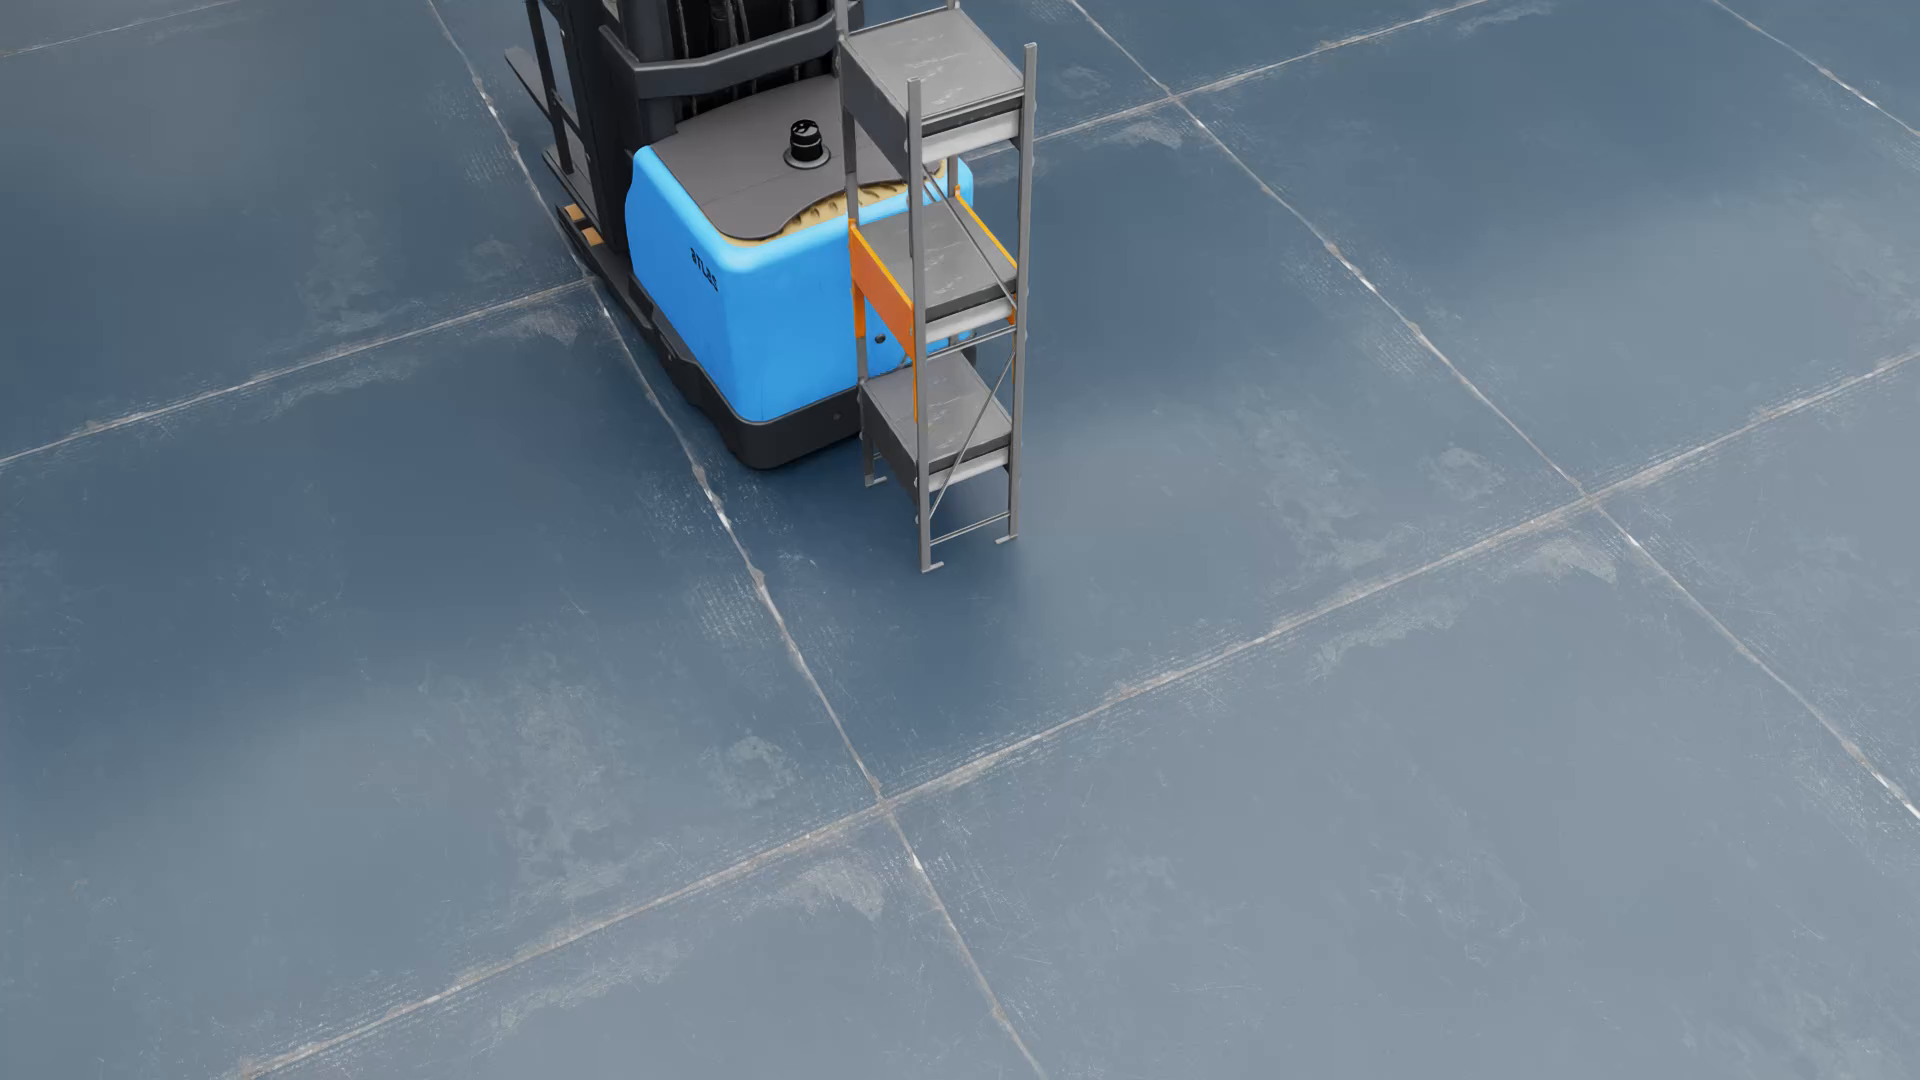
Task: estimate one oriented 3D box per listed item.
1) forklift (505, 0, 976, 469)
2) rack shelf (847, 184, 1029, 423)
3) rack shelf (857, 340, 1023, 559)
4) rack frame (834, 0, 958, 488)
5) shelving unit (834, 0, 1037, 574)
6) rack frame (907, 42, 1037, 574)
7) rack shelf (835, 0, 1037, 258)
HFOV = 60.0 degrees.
[{"bbox_3d":[-1.128,-2.340,6.349,1.130,2.935,3.031,-24,53,-20],"label":"forklift"},{"bbox_3d":[-0.076,-0.793,5.567,0.431,0.518,0.480,-21,52,-18],"label":"rack shelf"},{"bbox_3d":[-0.076,-0.332,6.094,0.431,0.518,0.480,-21,52,-18],"label":"rack shelf"},{"bbox_3d":[-0.187,-0.965,5.699,0.400,2.100,0.015,-21,52,-18],"label":"rack frame"},{"bbox_3d":[-0.076,-0.802,5.557,0.431,2.100,0.503,-21,52,-18],"label":"shelving unit"},{"bbox_3d":[0.036,-0.639,5.414,0.400,2.100,0.015,-21,52,-18],"label":"rack frame"},{"bbox_3d":[-0.076,-1.254,5.040,0.431,0.518,0.480,-21,52,-18],"label":"rack shelf"}]
